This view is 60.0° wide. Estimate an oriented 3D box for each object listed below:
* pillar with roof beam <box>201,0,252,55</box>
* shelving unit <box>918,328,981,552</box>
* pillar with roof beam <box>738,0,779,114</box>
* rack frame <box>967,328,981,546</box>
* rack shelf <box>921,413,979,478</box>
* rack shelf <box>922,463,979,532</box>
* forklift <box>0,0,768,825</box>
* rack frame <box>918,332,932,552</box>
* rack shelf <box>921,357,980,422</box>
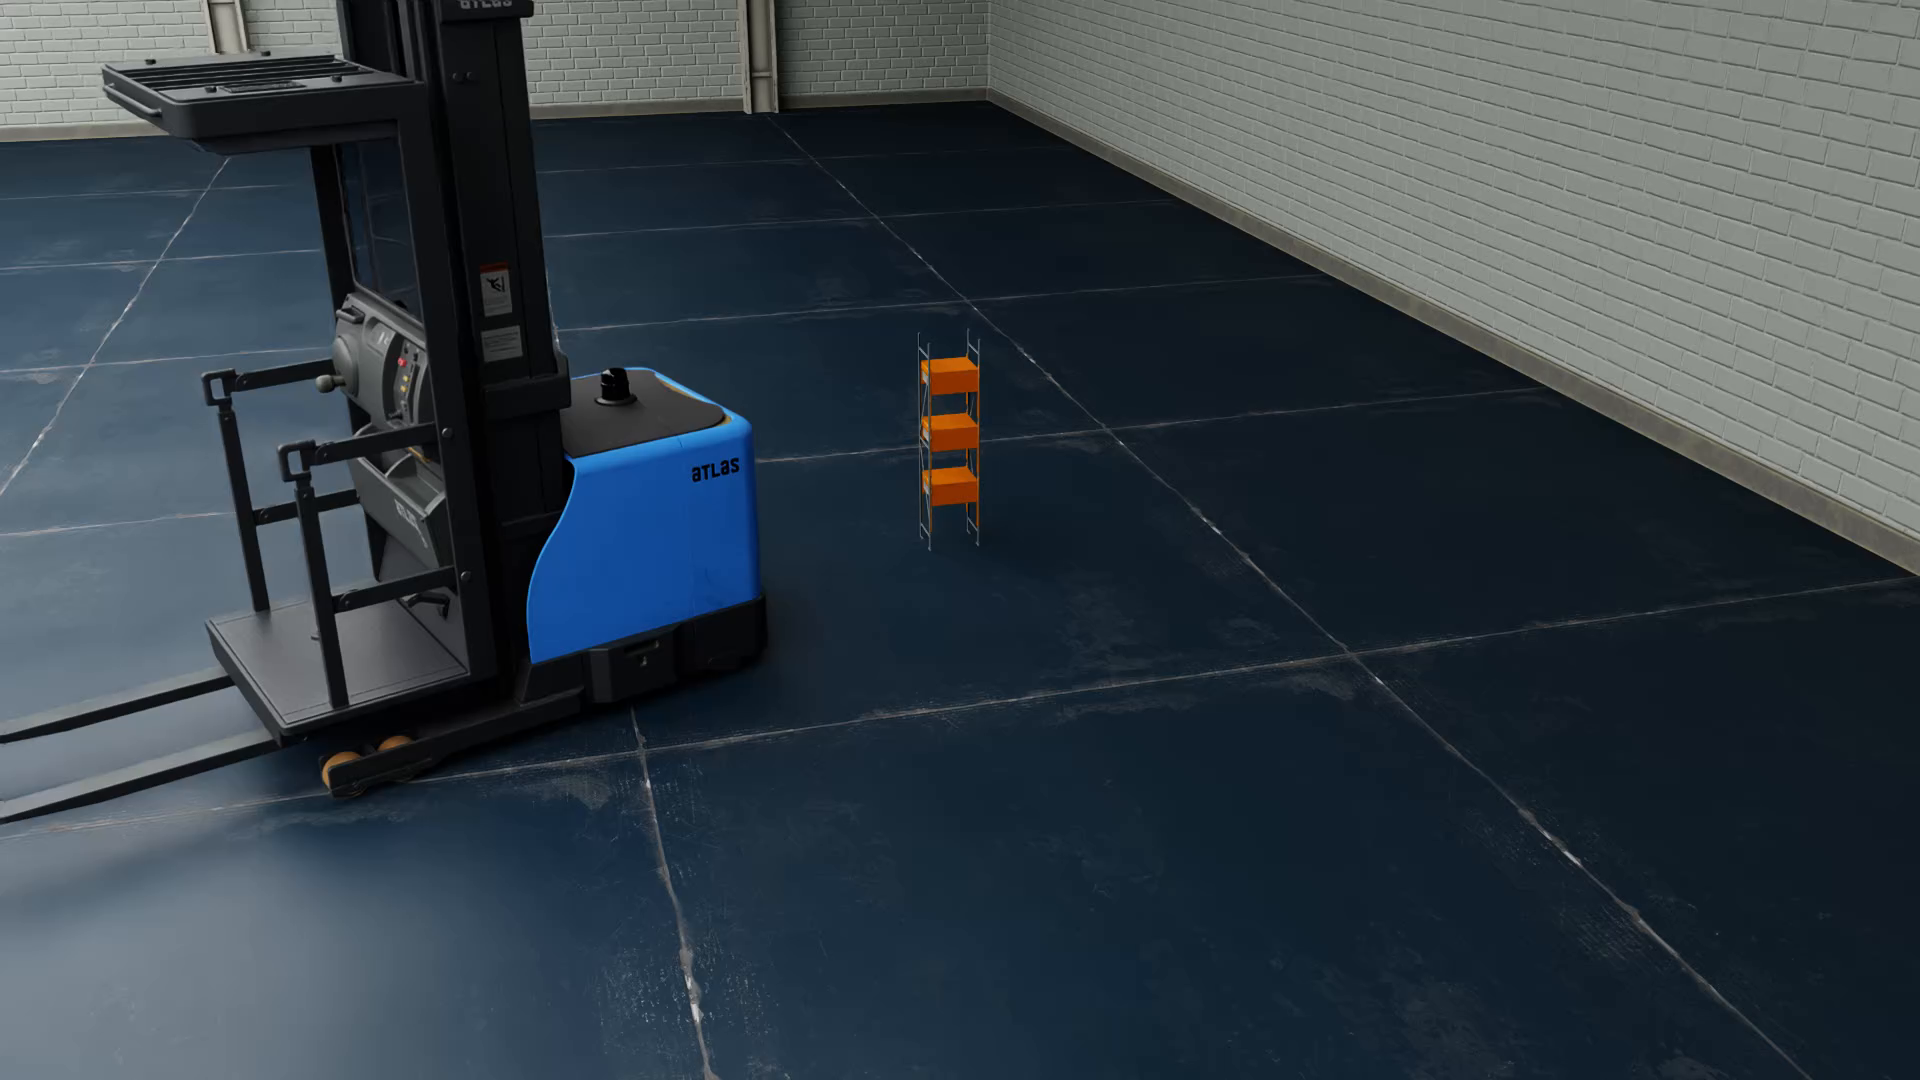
[{"bbox_3d":[-7.084,-7.189,13.592,0.400,9.000,9.100,-6,24,-14],"label":"pillar with roof beam"},{"bbox_3d":[-0.052,-0.477,8.030,0.252,1.050,0.215,-6,24,-14],"label":"shelving unit"},{"bbox_3d":[-1.307,-7.828,15.081,0.400,9.000,9.100,-6,24,-14],"label":"pillar with roof beam"},{"bbox_3d":[0.066,-0.490,8.060,0.008,1.050,0.200,-6,24,-14],"label":"rack frame"},{"bbox_3d":[-0.052,-0.467,8.034,0.240,0.259,0.215,-6,24,-14],"label":"rack shelf"},{"bbox_3d":[-0.052,-0.212,8.143,0.240,0.259,0.215,-6,24,-14],"label":"rack shelf"},{"bbox_3d":[-2.301,-0.642,6.029,3.031,2.935,1.130,-16,28,-33],"label":"forklift"},{"bbox_3d":[-0.169,-0.464,7.999,0.008,1.050,0.200,-6,24,-14],"label":"rack frame"},{"bbox_3d":[-0.052,-0.728,7.922,0.240,0.259,0.215,-6,24,-14],"label":"rack shelf"}]
